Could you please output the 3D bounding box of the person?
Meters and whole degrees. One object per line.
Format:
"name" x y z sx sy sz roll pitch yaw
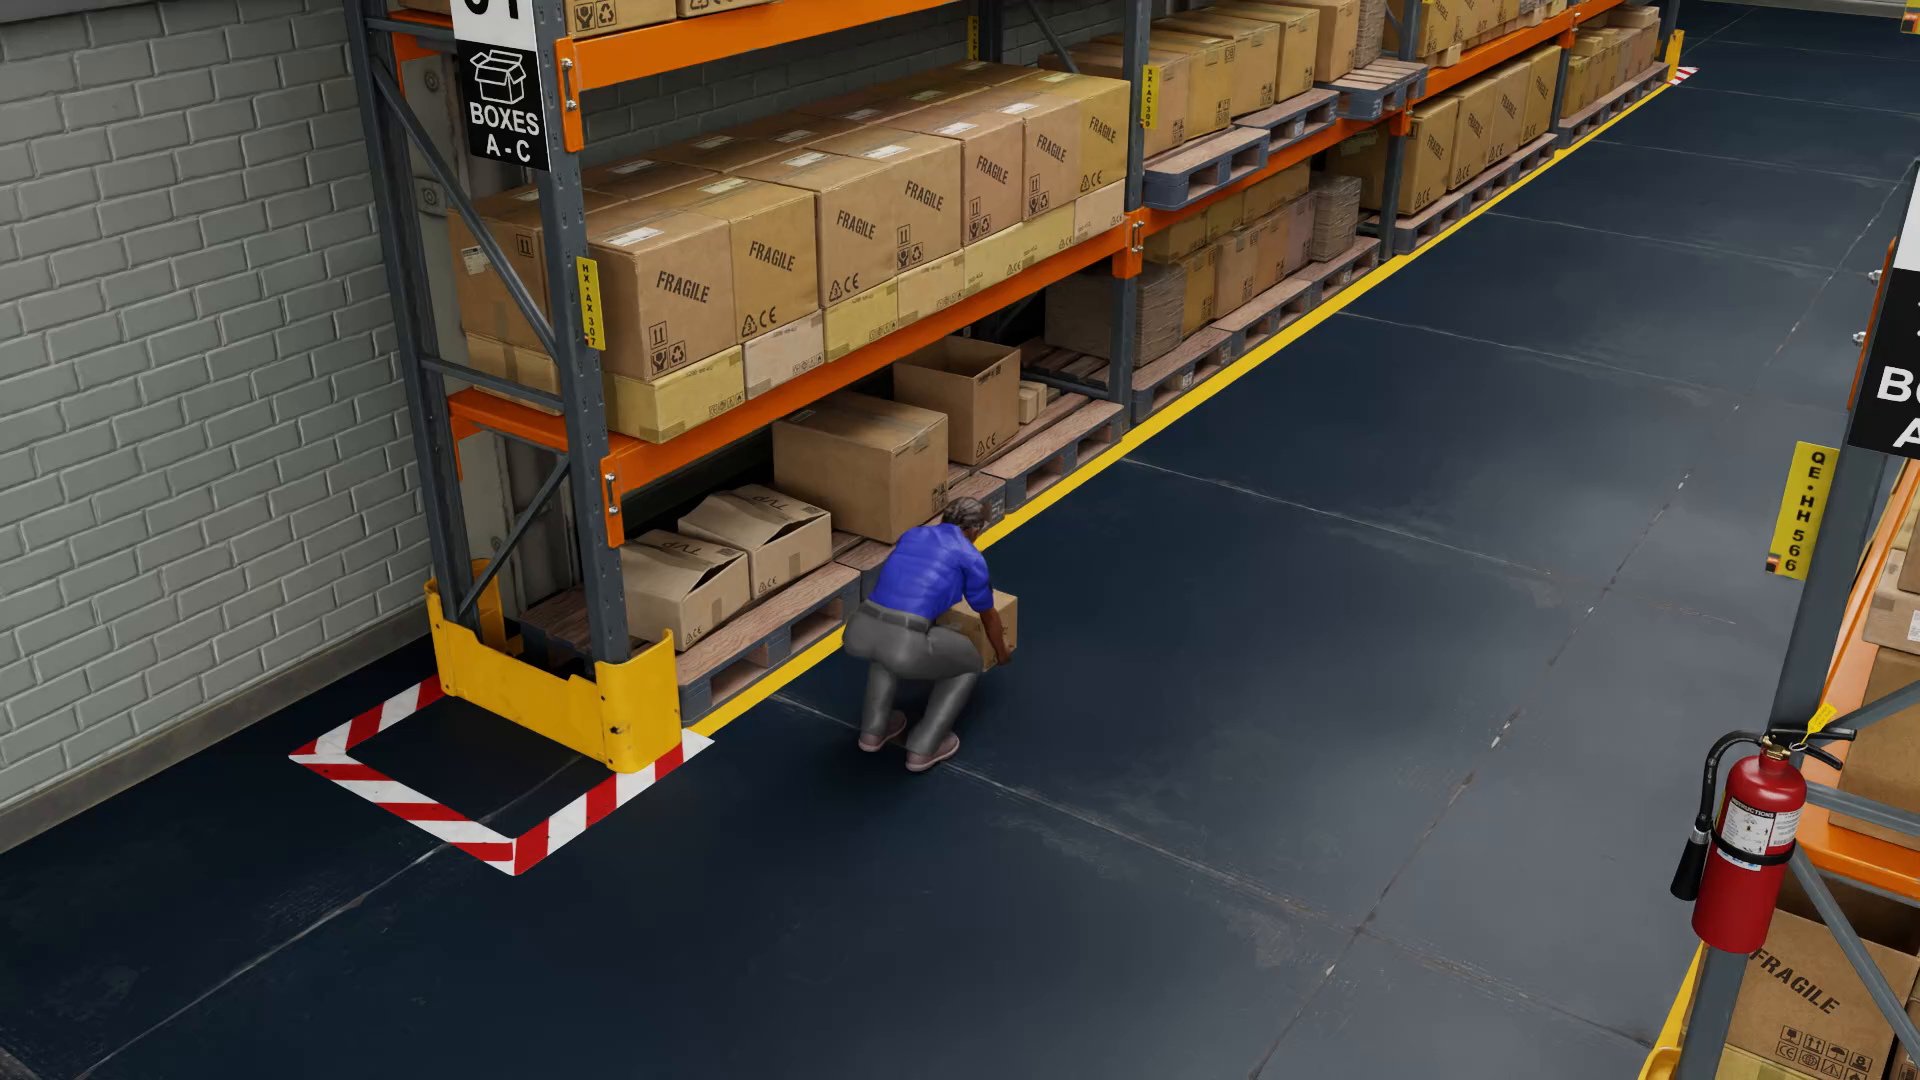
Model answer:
"person" -0.128 0.370 6.699 0.472 0.938 0.870 16 31 29
